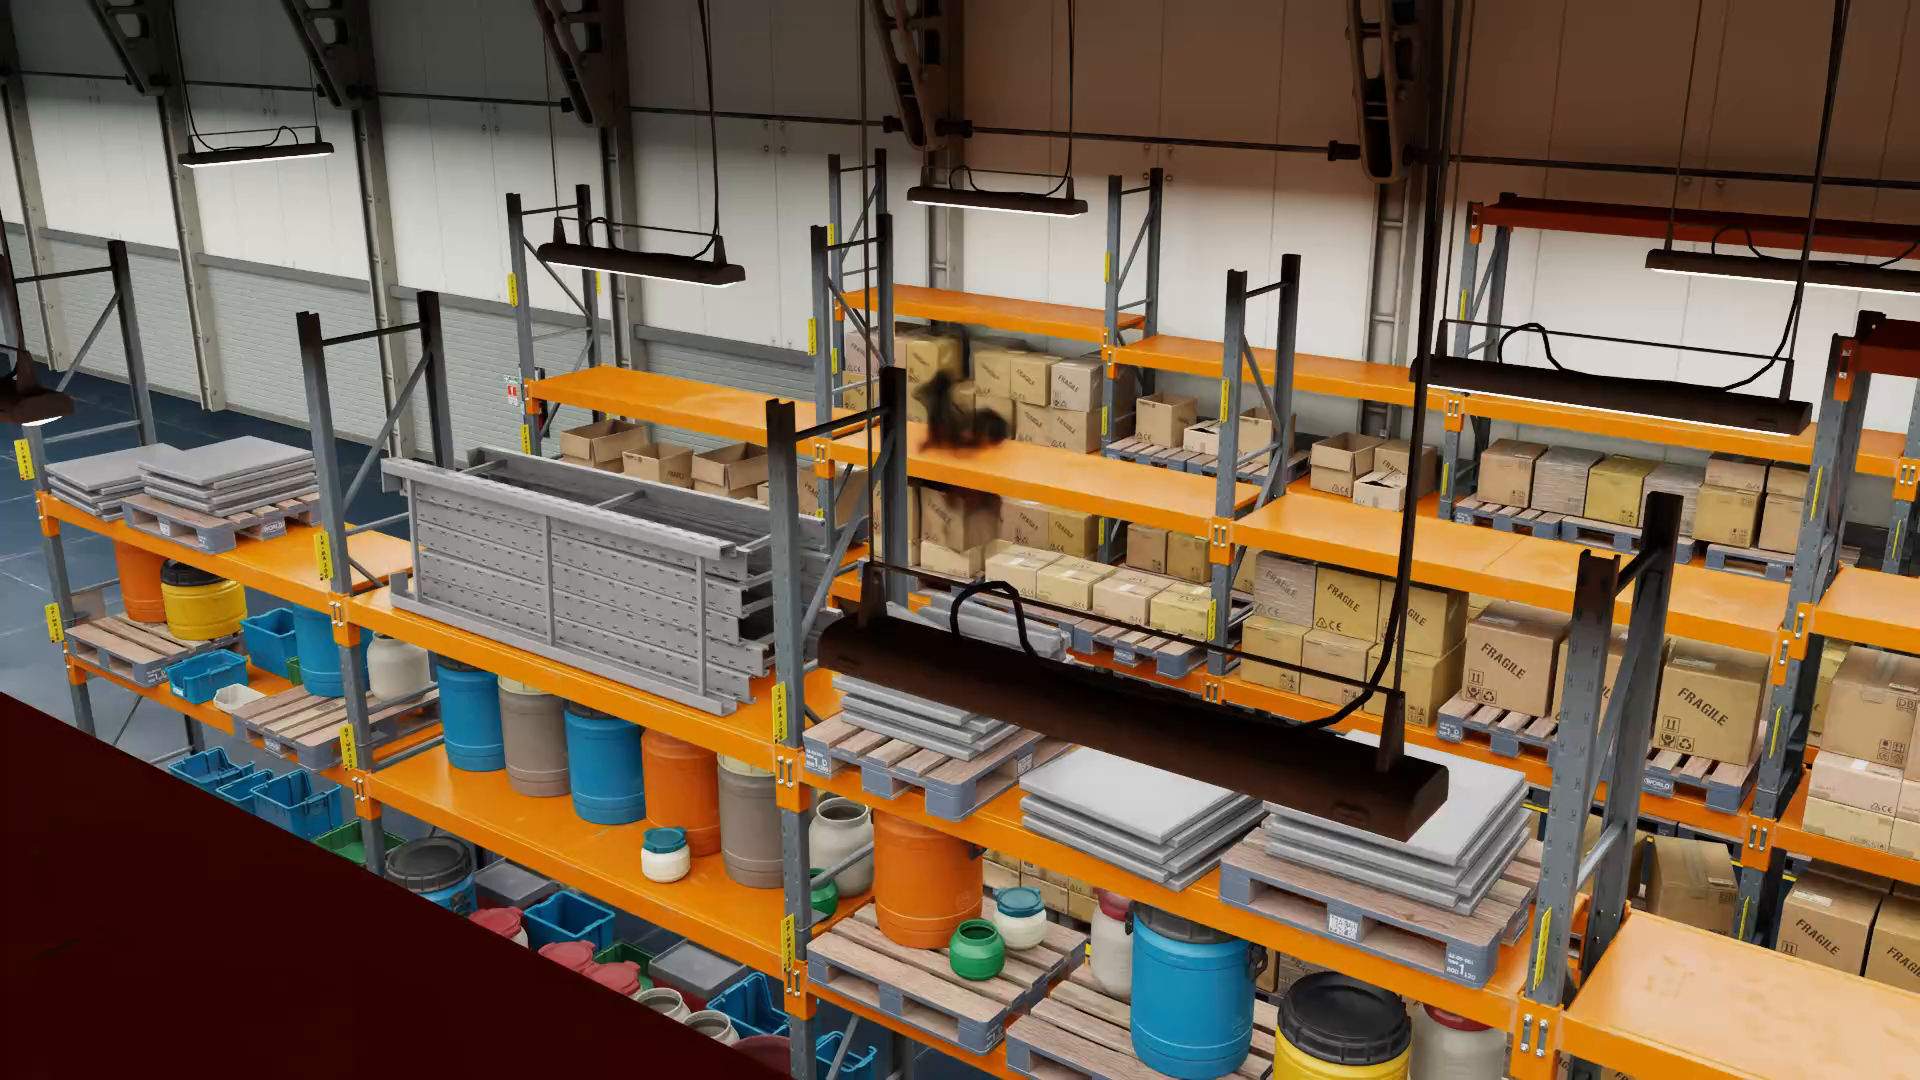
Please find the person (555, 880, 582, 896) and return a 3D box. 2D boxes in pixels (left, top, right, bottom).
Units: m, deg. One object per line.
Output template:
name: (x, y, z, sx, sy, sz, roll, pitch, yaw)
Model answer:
person: (-3.677, 2.607, 14.612, 0.576, 1.720, 0.698, 8, 20, 23)
